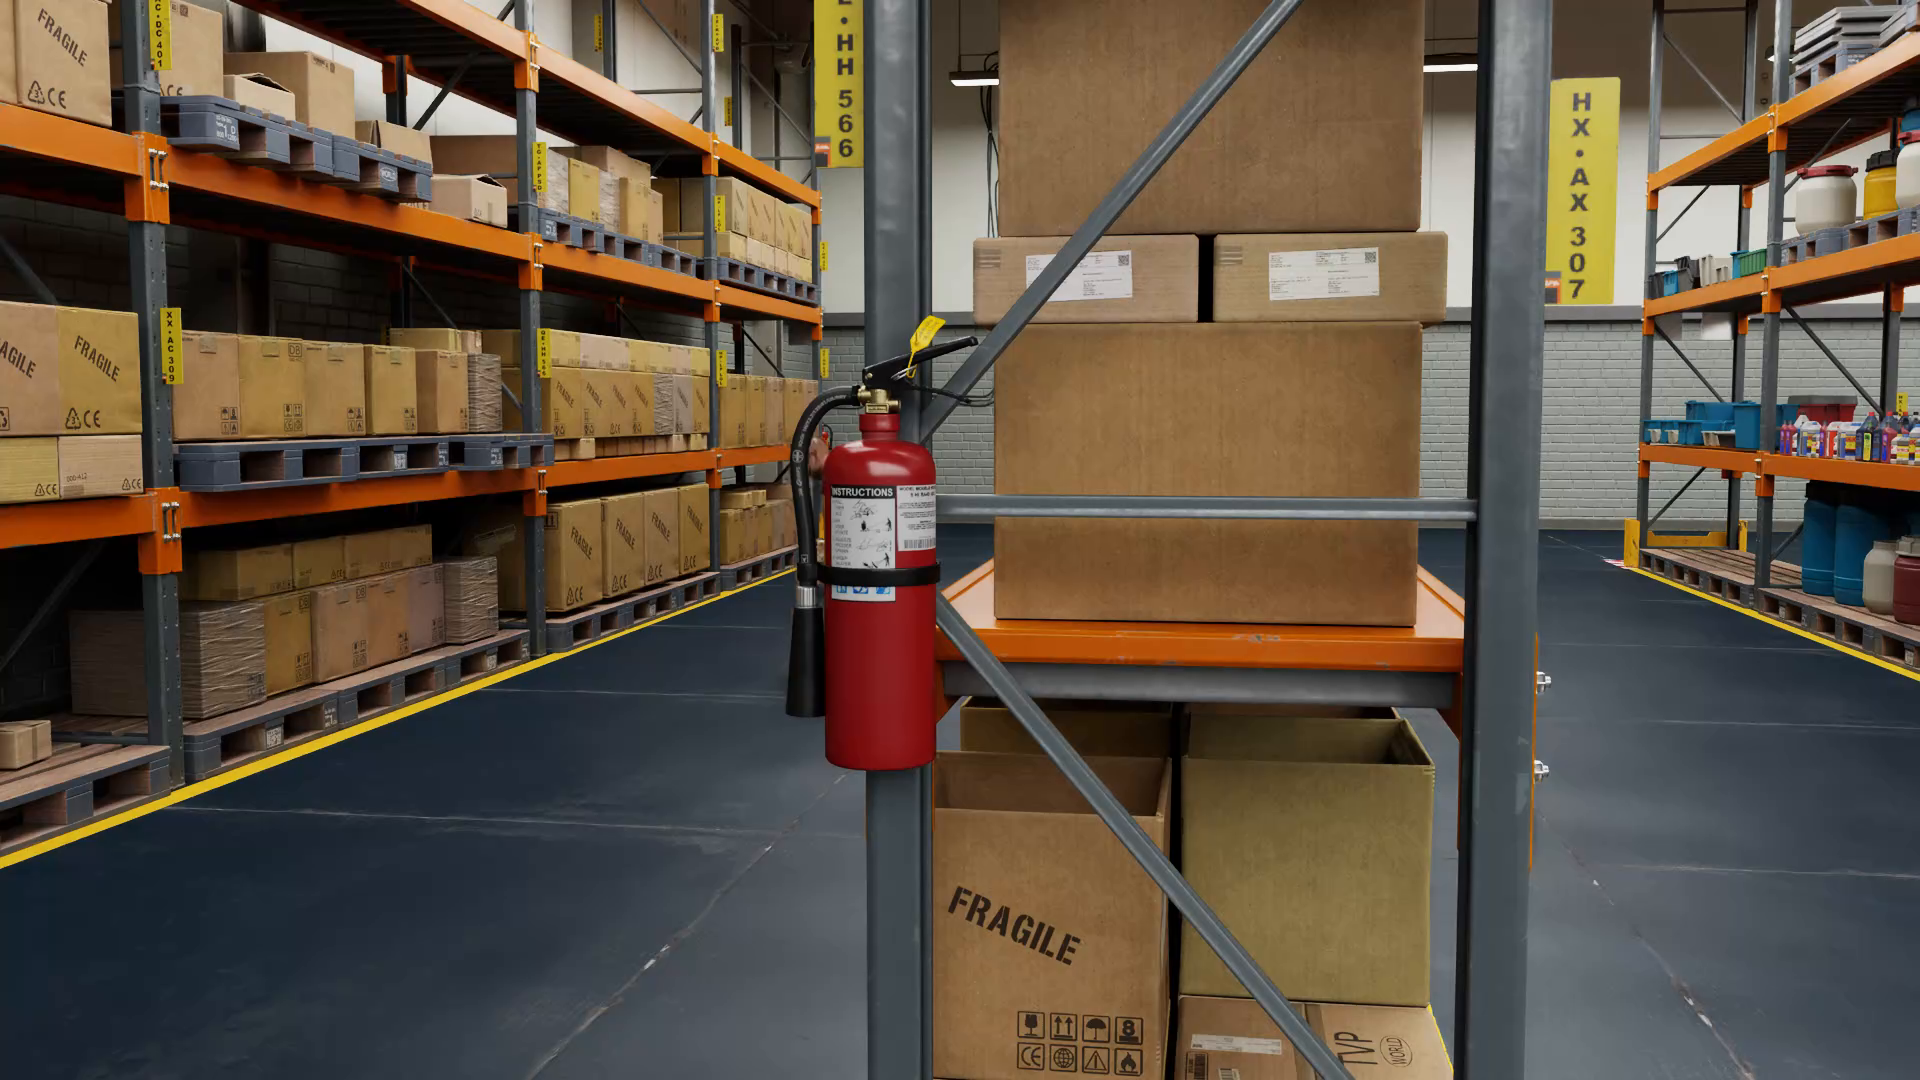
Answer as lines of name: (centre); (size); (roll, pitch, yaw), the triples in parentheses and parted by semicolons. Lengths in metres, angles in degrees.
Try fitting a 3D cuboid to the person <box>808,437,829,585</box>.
person: (-0.622, 0.114, 10.334); (0.779, 1.495, 0.477); (1, 4, 7)
